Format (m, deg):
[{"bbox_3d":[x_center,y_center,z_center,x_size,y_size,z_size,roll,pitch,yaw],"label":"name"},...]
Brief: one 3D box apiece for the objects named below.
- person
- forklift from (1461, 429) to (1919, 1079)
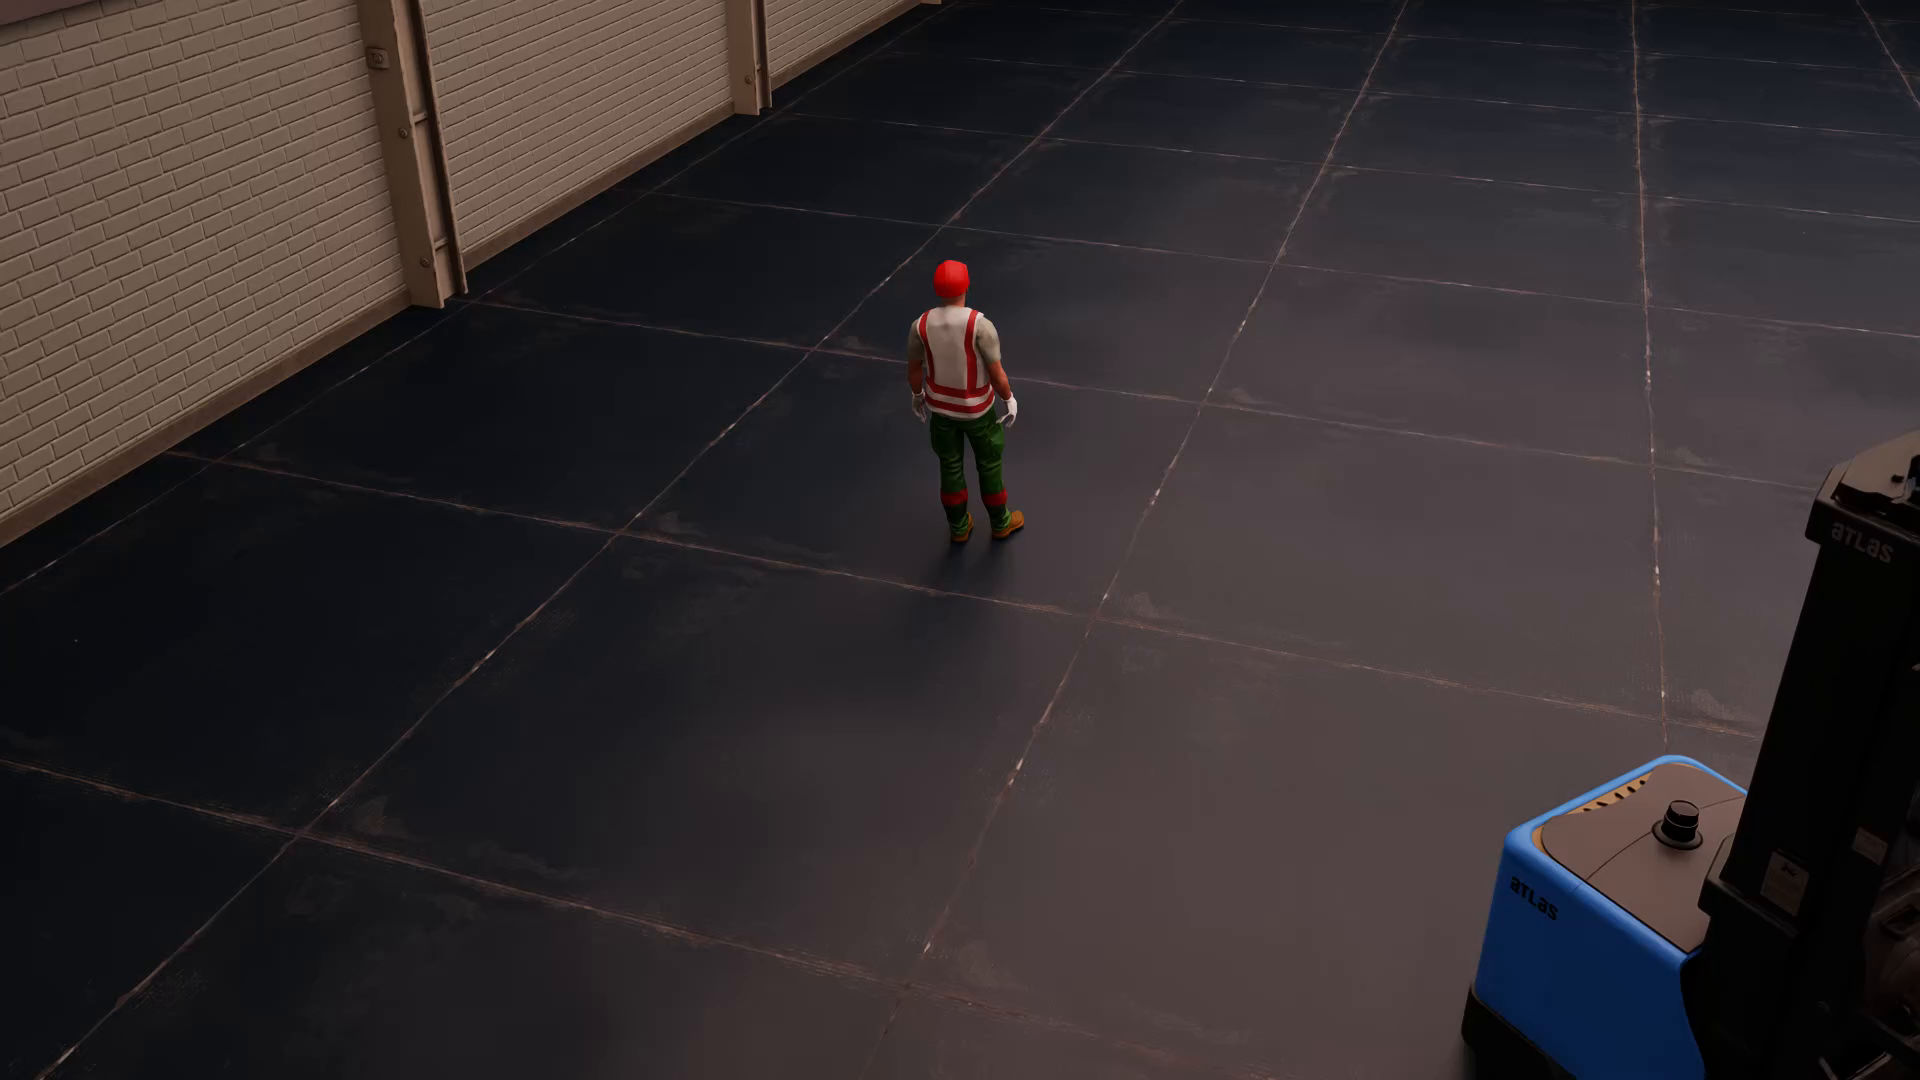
[{"bbox_3d":[0.038,-0.819,9.711,0.637,1.787,0.564,10,31,16],"label":"person"},{"bbox_3d":[3.176,1.220,4.996,1.130,2.935,3.031,-17,34,-27],"label":"forklift"}]
